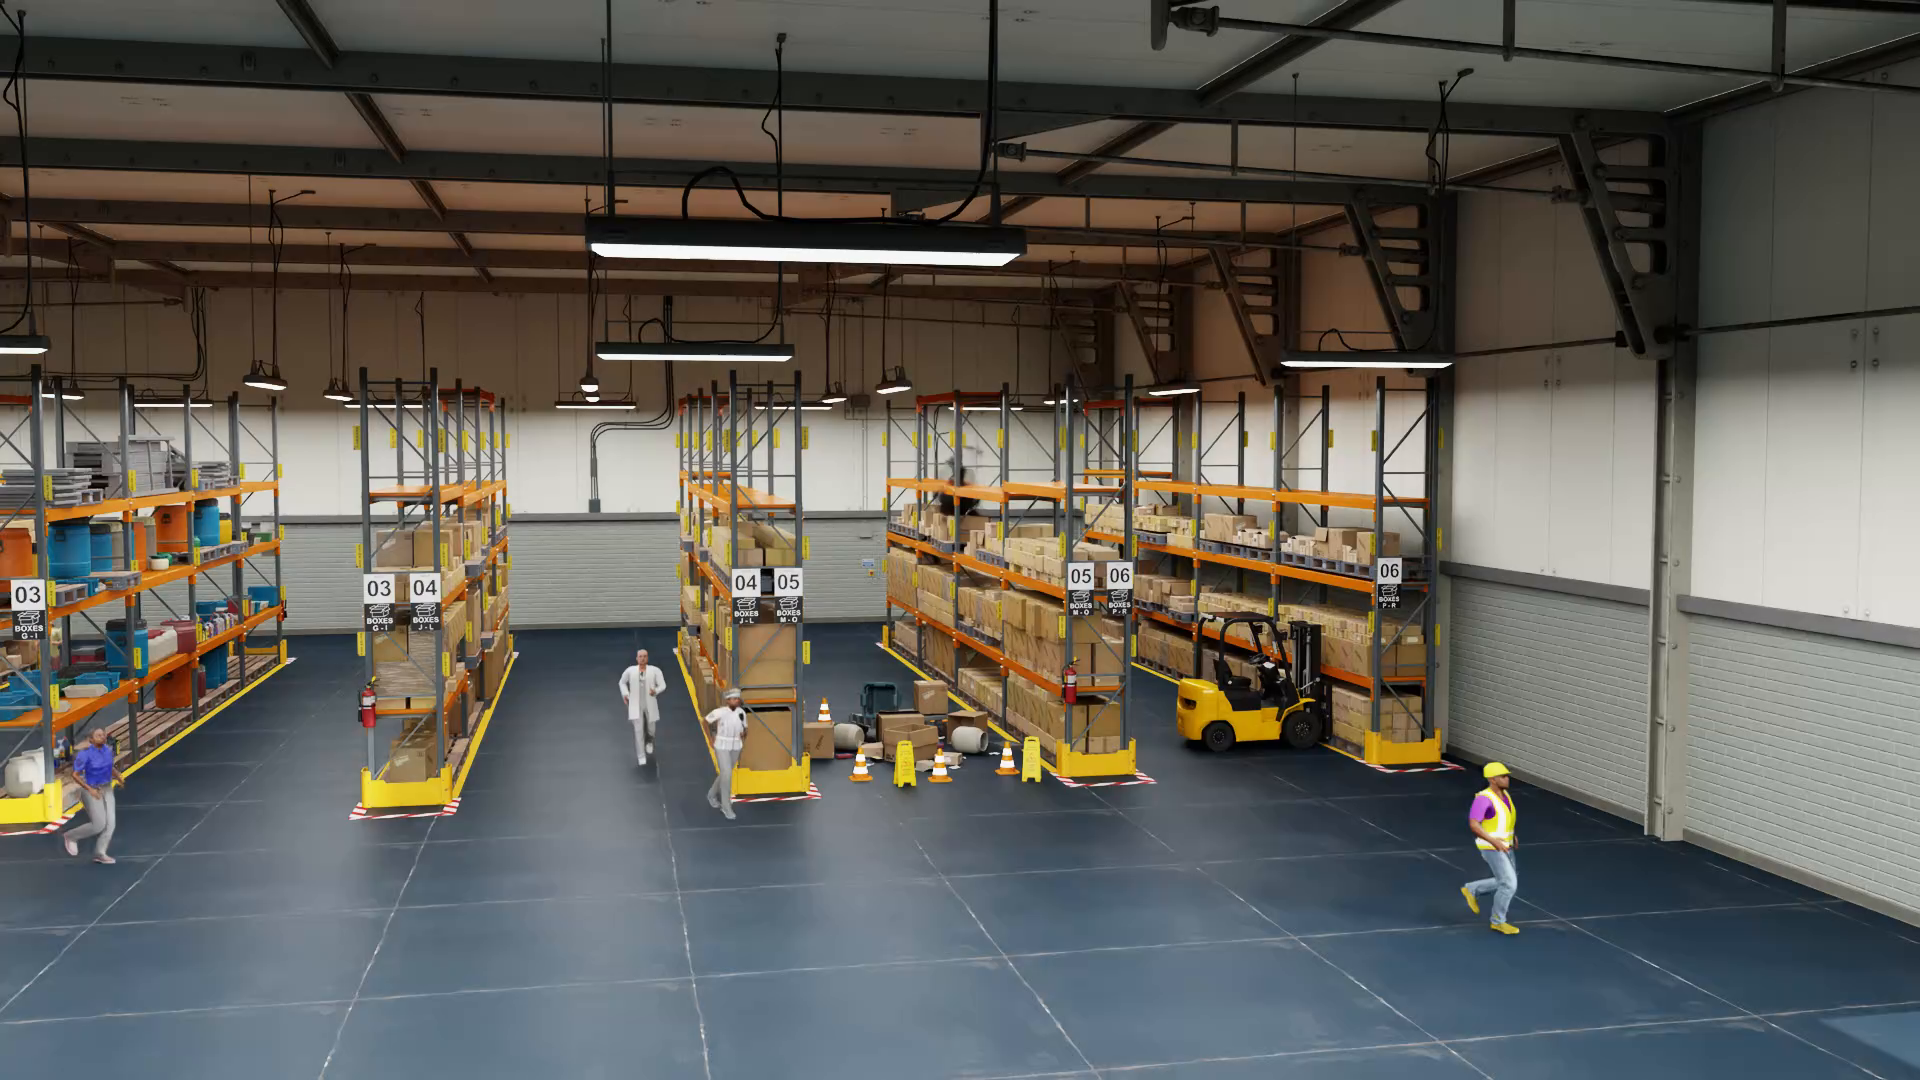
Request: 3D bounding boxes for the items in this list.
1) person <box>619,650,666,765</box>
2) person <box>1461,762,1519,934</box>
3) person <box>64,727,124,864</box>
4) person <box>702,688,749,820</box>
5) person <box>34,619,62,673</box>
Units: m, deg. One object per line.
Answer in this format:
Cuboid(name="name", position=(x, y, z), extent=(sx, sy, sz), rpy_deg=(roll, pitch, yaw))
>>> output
Cuboid(name="person", position=(-4.950, 2.585, 25.923), extent=(0.720, 1.746, 0.912), rpy_deg=(-1, 3, -12))
Cuboid(name="person", position=(5.424, 3.121, 17.017), extent=(0.665, 1.722, 0.722), rpy_deg=(3, 4, 40))
Cuboid(name="person", position=(-10.296, 3.026, 19.796), extent=(0.611, 1.631, 0.577), rpy_deg=(1, 4, 17))
Cuboid(name="person", position=(-3.111, 2.842, 22.370), extent=(0.587, 1.720, 0.846), rpy_deg=(-3, 4, -39))
Cuboid(name="person", position=(-17.425, 2.247, 31.826), extent=(0.572, 1.660, 0.926), rpy_deg=(-1, 4, -21))
